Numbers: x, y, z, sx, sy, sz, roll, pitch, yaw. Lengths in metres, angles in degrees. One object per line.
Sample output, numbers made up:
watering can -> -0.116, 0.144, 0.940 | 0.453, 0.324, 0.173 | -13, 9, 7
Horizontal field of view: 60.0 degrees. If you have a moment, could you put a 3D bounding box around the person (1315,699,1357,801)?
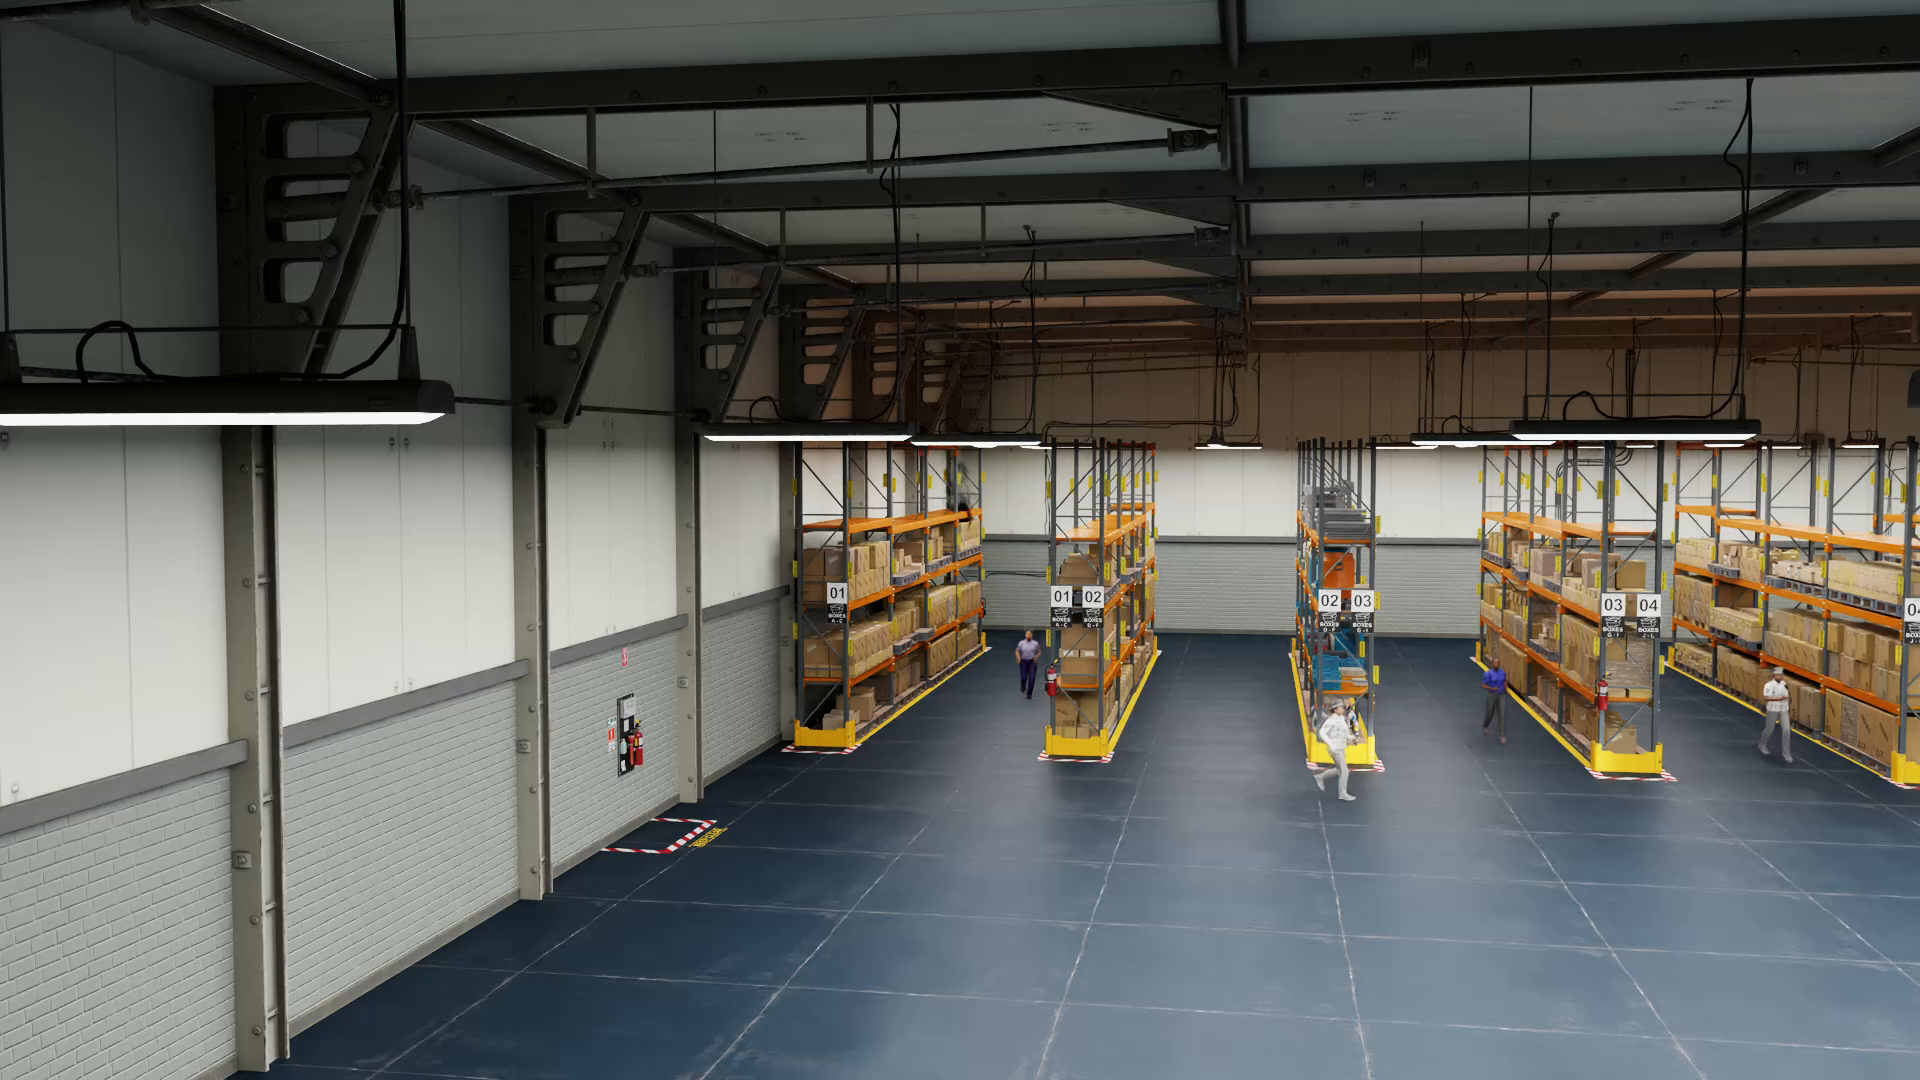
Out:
person -> 6.164, 3.432, 27.394 | 0.743, 1.664, 0.616 | 2, 4, 38

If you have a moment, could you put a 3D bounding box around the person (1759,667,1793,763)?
person -> 15.238, 3.220, 31.022 | 0.559, 1.730, 0.856 | 0, 3, -1

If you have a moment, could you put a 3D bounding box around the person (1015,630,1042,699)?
person -> 1.592, 2.894, 38.591 | 0.607, 1.575, 0.551 | 0, 3, 0

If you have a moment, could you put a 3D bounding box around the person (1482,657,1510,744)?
person -> 10.587, 3.143, 32.866 | 0.577, 1.641, 0.941 | 0, 3, -2
